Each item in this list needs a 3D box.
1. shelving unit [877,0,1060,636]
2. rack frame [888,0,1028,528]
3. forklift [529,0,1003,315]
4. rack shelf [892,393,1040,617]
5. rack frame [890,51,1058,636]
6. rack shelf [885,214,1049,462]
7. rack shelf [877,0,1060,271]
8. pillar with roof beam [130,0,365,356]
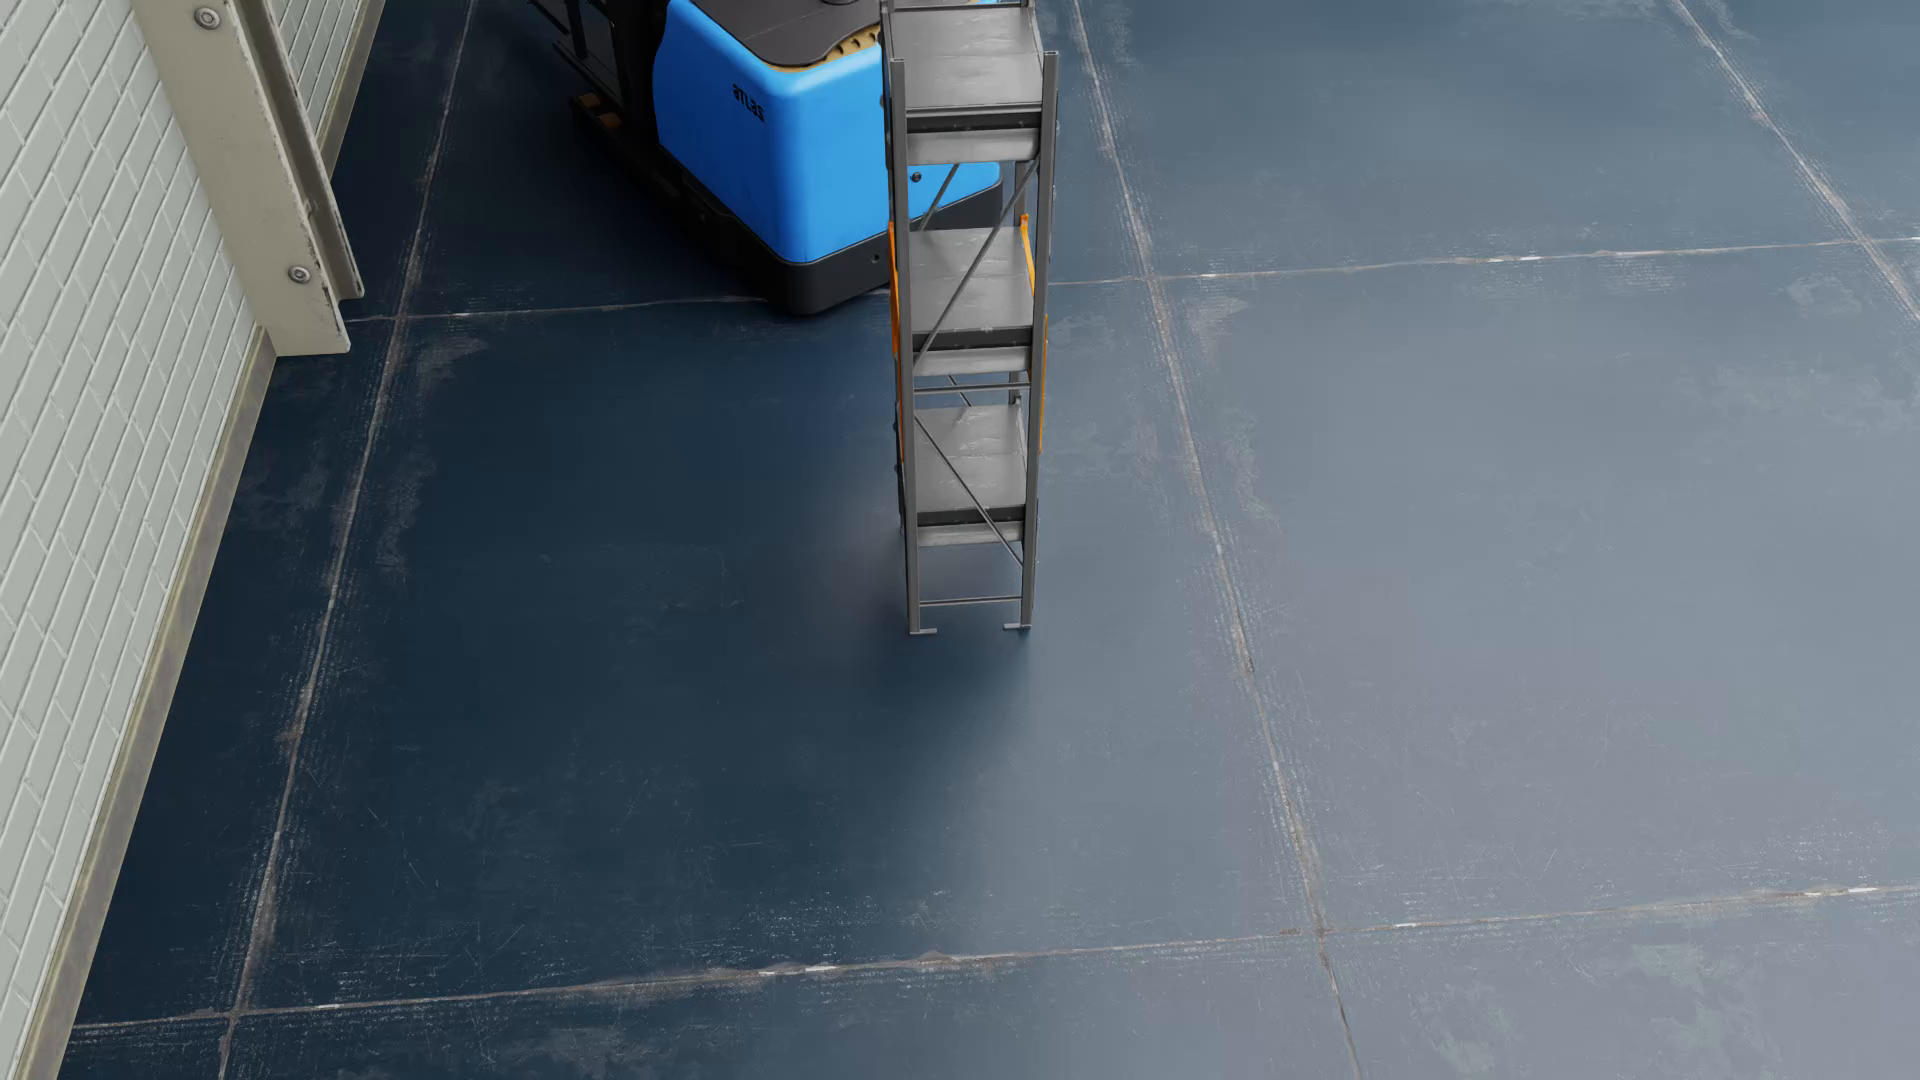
[{"bbox_3d":[0.014,-0.602,4.874,0.431,2.100,0.503,-3,47,-3],"label":"shelving unit"},{"bbox_3d":[-0.007,-0.779,5.041,0.400,2.100,0.015,-3,47,-3],"label":"rack frame"},{"bbox_3d":[-1.091,-2.920,6.497,1.130,2.935,3.031,-28,52,-24],"label":"forklift"},{"bbox_3d":[0.014,-0.112,5.392,0.431,0.518,0.480,-3,47,-3],"label":"rack shelf"},{"bbox_3d":[0.034,-0.426,4.707,0.400,2.100,0.015,-3,47,-3],"label":"rack frame"},{"bbox_3d":[0.014,-0.593,4.884,0.431,0.518,0.480,-3,47,-3],"label":"rack shelf"},{"bbox_3d":[0.014,-1.074,4.376,0.431,0.518,0.480,-3,47,-3],"label":"rack shelf"},{"bbox_3d":[1.752,-4.217,3.546,9.100,9.000,0.400,-3,47,-3],"label":"pillar with roof beam"}]
